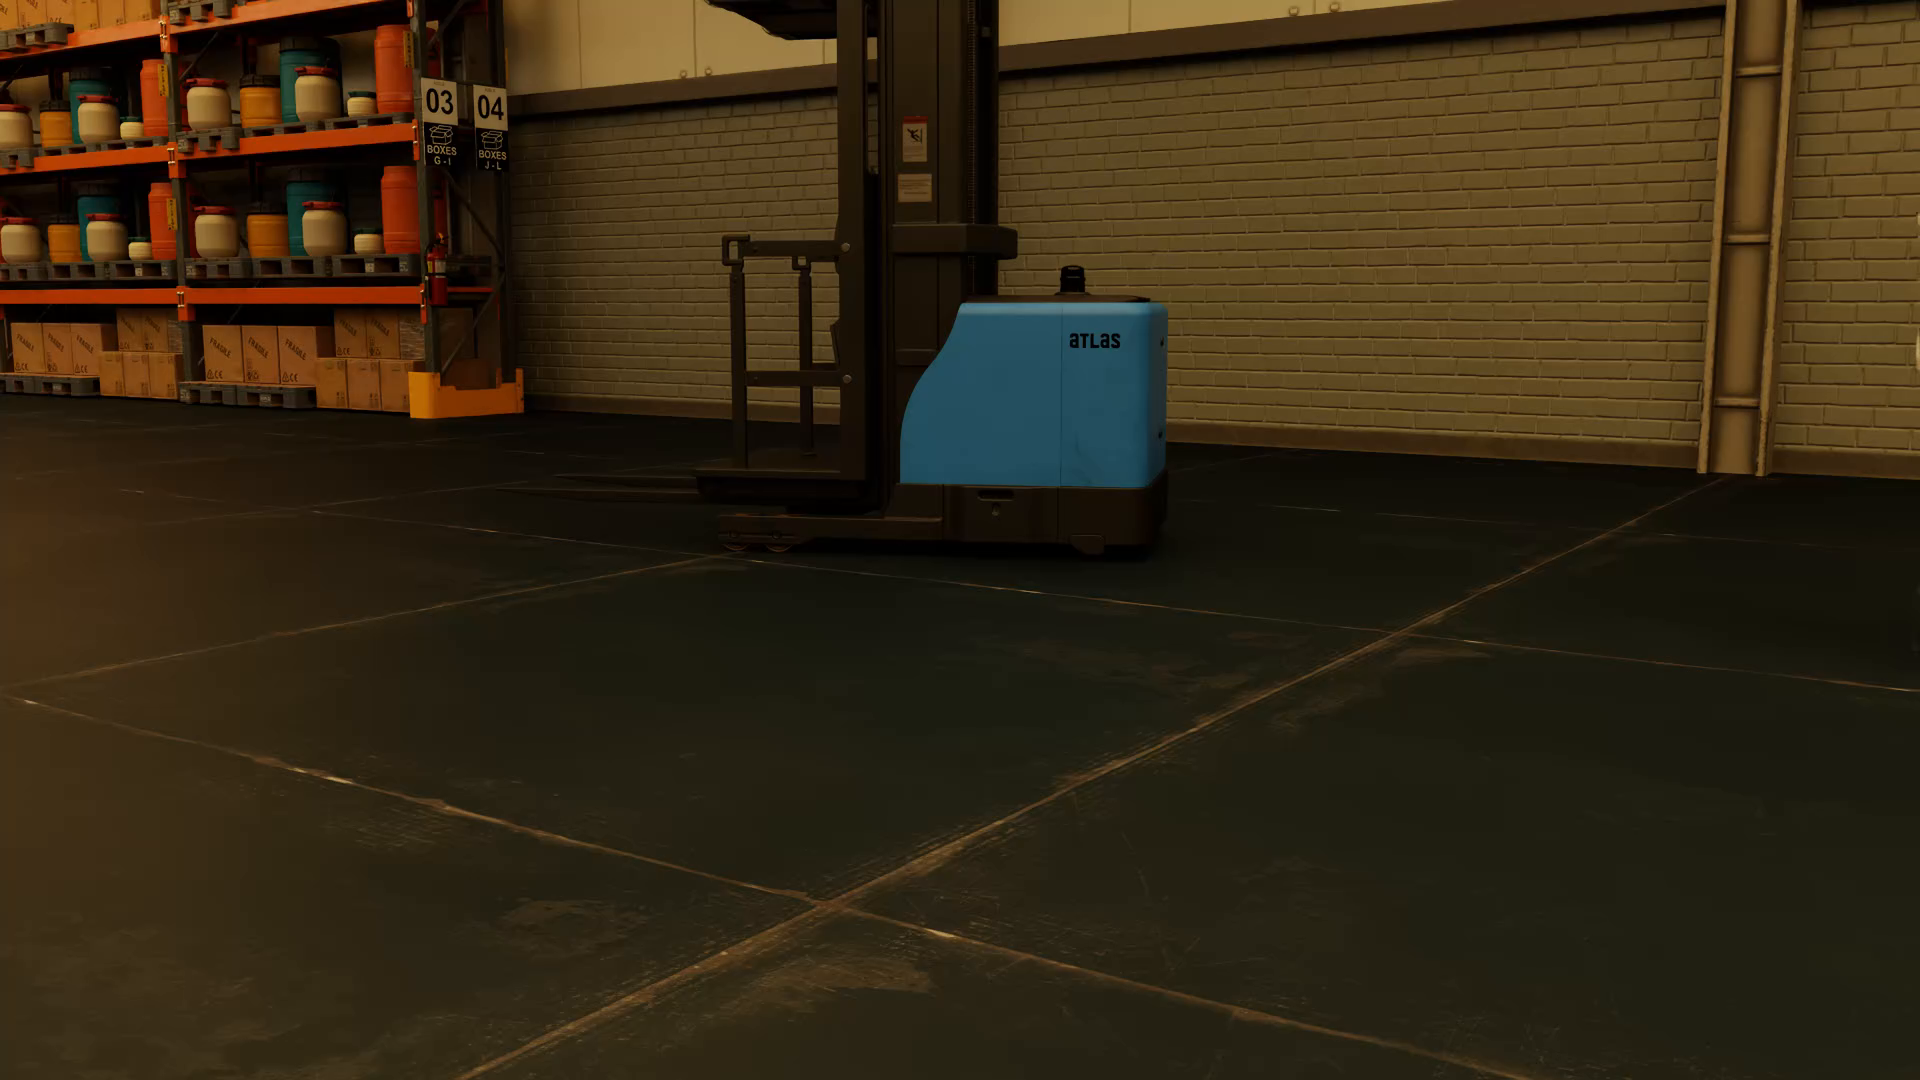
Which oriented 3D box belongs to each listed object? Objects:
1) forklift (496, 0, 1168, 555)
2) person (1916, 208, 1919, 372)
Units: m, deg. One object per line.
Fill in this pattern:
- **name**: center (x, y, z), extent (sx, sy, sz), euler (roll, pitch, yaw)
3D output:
- **forklift**: center (-0.596, -1.469, 7.520), extent (3.031, 2.935, 1.130), euler (2, 8, 12)
- **person**: center (3.187, -0.527, 5.075), extent (0.507, 1.804, 0.648), euler (5, 10, 34)
